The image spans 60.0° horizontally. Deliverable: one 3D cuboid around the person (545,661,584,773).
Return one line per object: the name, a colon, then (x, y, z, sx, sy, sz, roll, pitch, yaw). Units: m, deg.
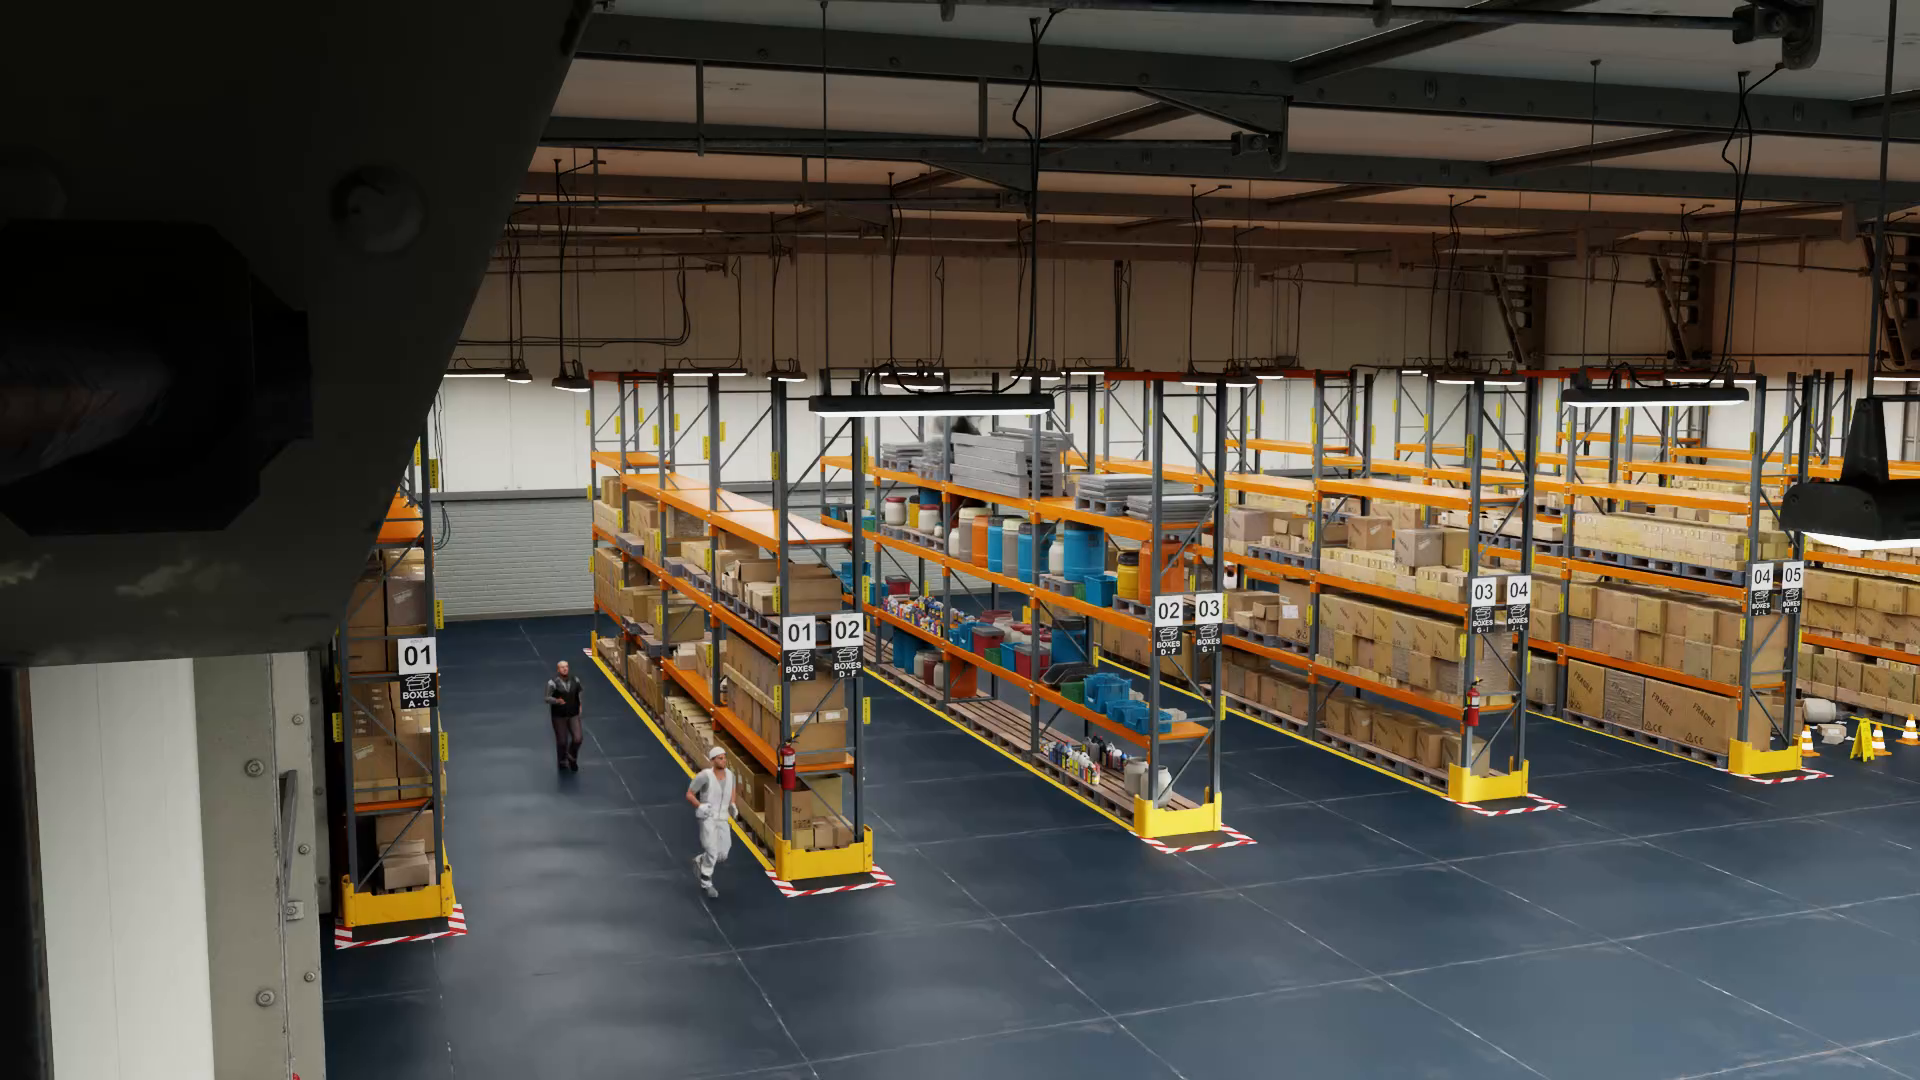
person: (-5.931, 2.688, 25.114, 0.638, 1.728, 0.658, -3, 7, -26)

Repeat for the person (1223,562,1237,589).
person: (6.047, 1.327, 37.149, 0.681, 1.729, 0.594, -2, 7, -15)

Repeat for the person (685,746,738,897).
person: (-2.917, 3.293, 19.671, 0.692, 1.734, 0.655, -5, 8, -39)
